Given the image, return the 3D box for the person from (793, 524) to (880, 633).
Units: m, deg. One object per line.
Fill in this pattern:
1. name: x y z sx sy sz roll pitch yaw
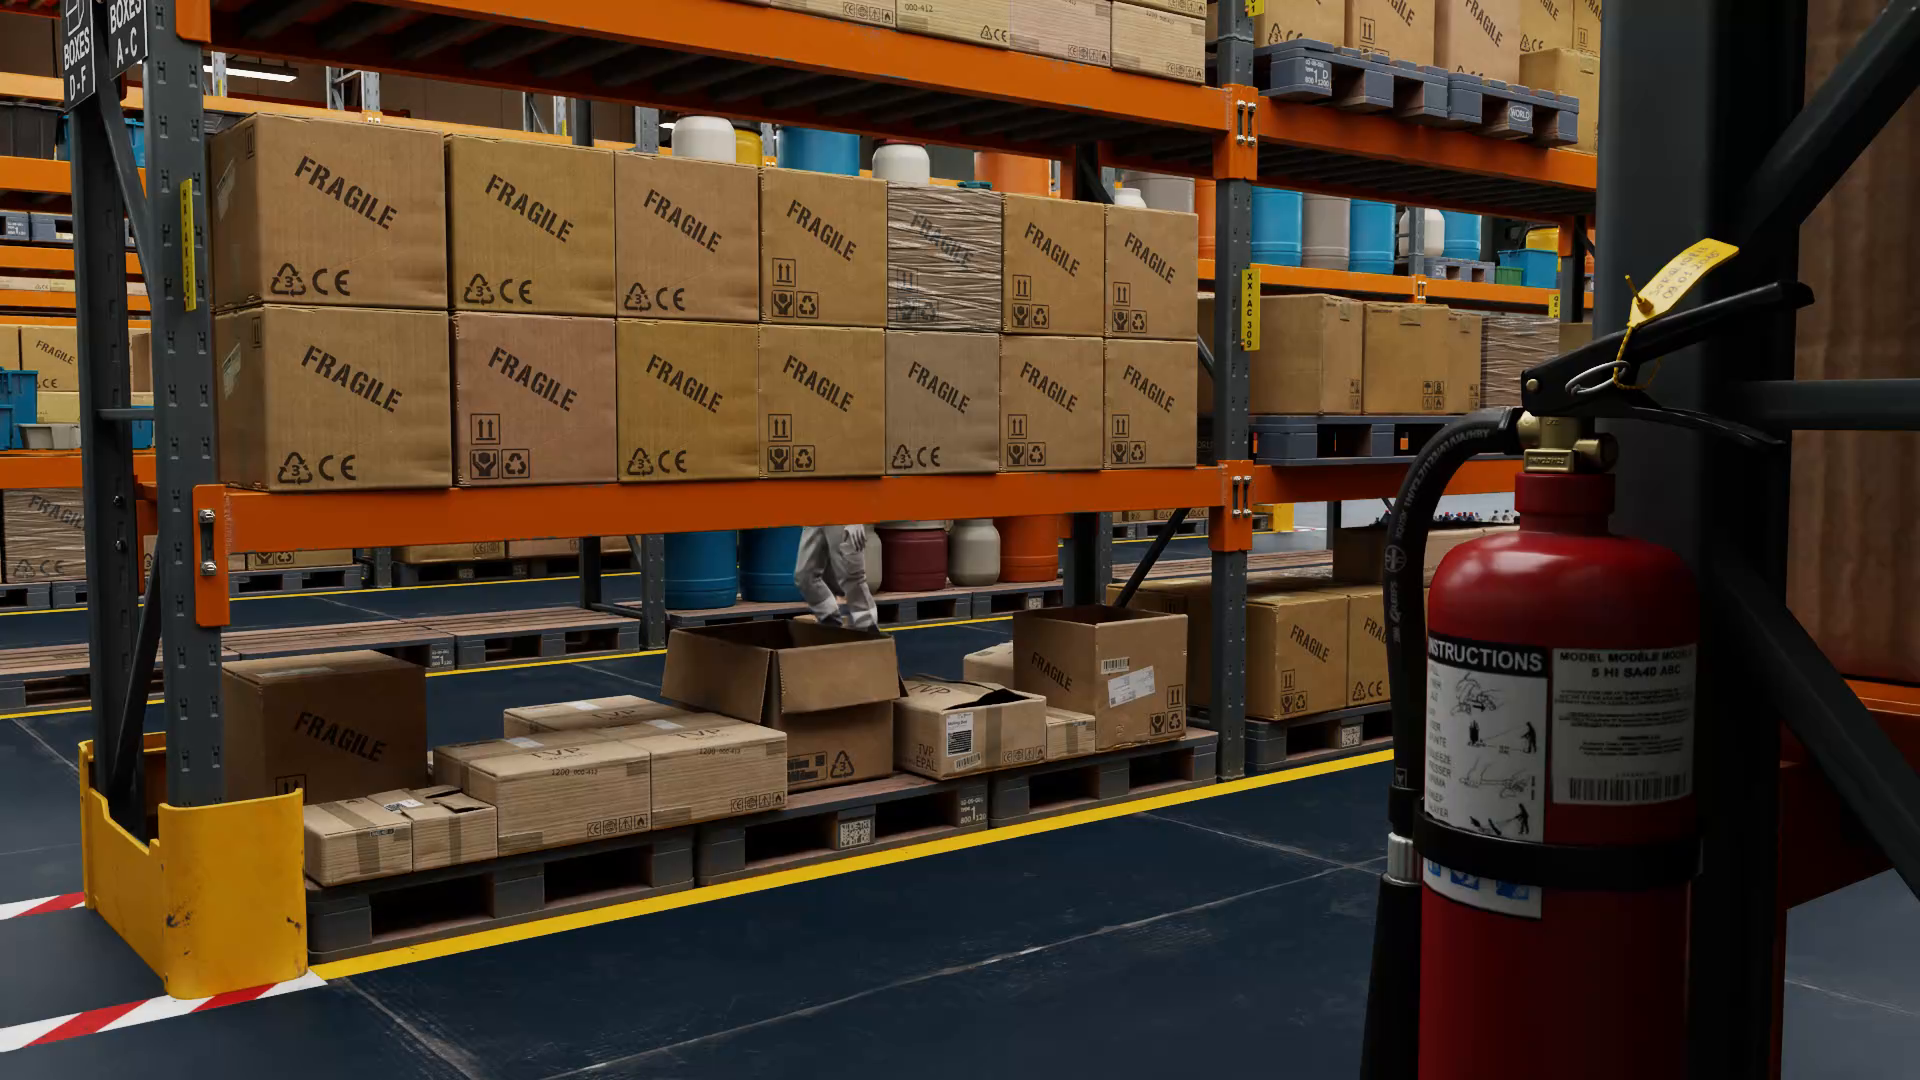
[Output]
1. person: -0.706 -0.124 9.791 0.474 1.784 0.647 -2 5 -24
